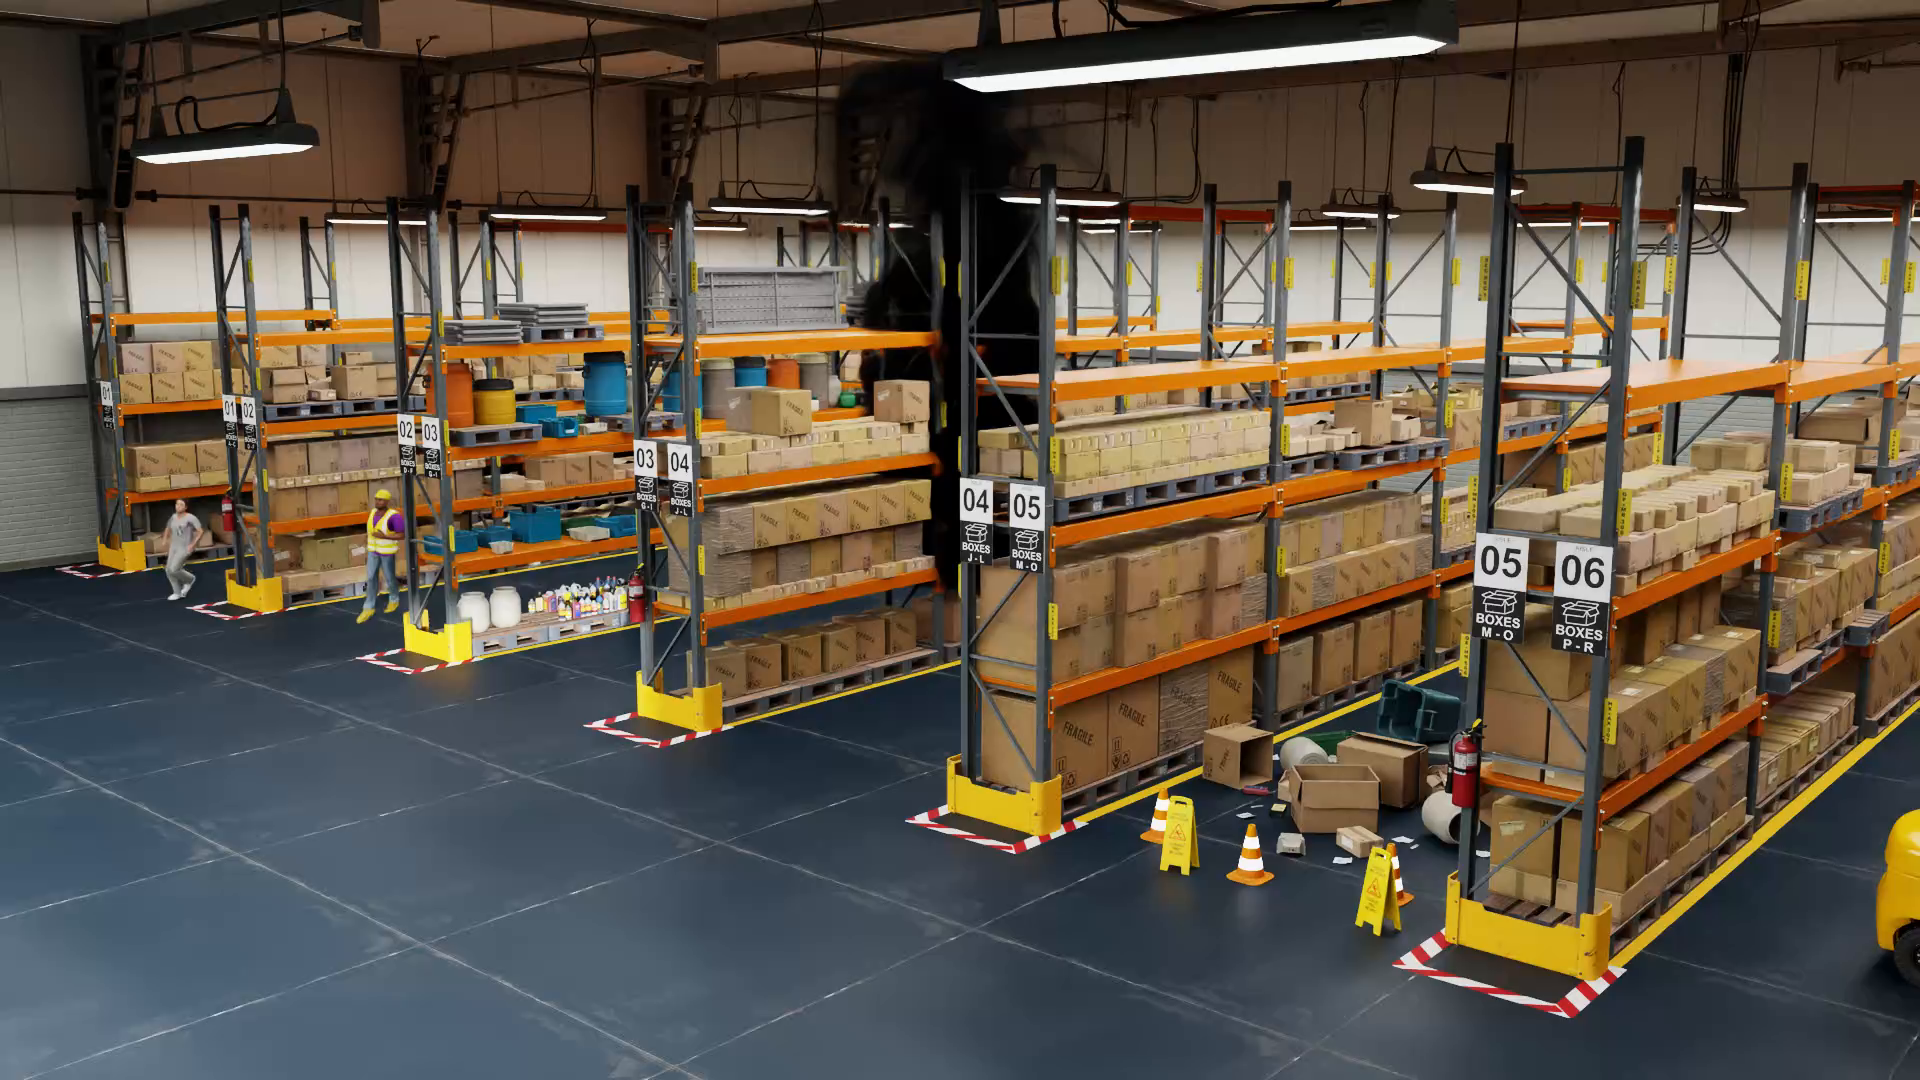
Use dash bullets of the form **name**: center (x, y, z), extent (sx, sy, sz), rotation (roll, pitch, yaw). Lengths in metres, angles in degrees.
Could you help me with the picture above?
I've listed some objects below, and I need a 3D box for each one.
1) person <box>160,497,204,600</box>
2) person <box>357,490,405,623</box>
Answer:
- **person**: center (-12.013, 0.136, 25.649), extent (0.602, 1.617, 0.527), rotation (3, 10, 19)
- **person**: center (-7.976, 0.199, 23.122), extent (0.699, 1.834, 0.733), rotation (3, 10, 16)
